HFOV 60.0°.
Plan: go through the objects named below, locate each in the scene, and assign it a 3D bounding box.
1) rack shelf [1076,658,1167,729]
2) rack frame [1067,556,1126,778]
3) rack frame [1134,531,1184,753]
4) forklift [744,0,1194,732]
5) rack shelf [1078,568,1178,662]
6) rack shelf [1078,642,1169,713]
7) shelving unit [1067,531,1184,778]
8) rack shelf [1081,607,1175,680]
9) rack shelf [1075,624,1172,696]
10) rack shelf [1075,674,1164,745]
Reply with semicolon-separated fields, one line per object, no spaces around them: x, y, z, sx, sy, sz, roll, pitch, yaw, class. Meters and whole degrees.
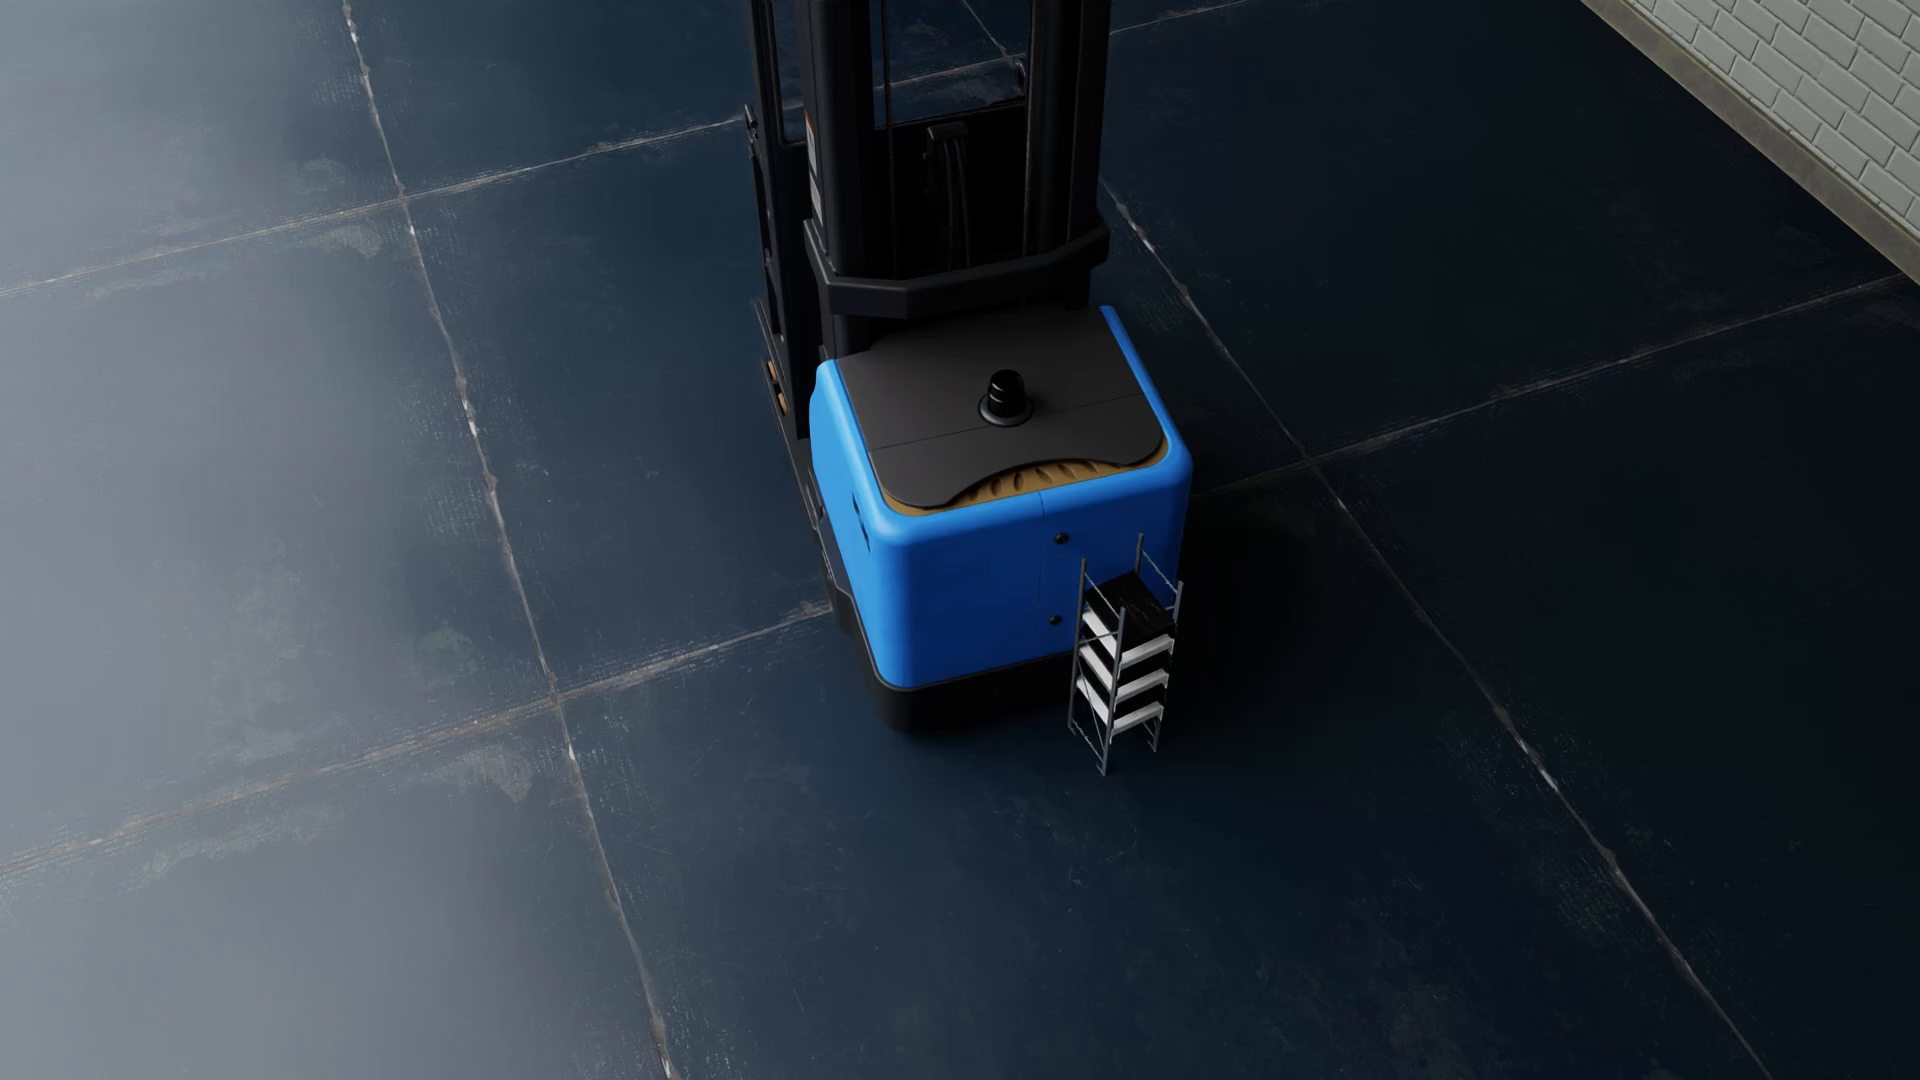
0.518;0.464;5.421;0.200;0.077;0.258;-23;53;-18;rack shelf
0.429;0.421;5.295;0.006;0.900;0.240;-23;53;-18;rack frame
0.607;0.347;5.359;0.006;0.900;0.240;-23;53;-18;rack frame
-0.170;-1.454;5.567;1.130;2.935;3.031;-12;50;-11;forklift
0.518;0.230;5.147;0.200;0.077;0.258;-23;53;-18;rack shelf
0.518;0.406;5.352;0.200;0.077;0.258;-23;53;-18;rack shelf
0.518;0.384;5.327;0.210;0.900;0.258;-23;53;-18;shelving unit
0.518;0.289;5.216;0.200;0.077;0.258;-23;53;-18;rack shelf
0.518;0.347;5.284;0.200;0.077;0.258;-23;53;-18;rack shelf
0.518;0.523;5.489;0.200;0.077;0.258;-23;53;-18;rack shelf
